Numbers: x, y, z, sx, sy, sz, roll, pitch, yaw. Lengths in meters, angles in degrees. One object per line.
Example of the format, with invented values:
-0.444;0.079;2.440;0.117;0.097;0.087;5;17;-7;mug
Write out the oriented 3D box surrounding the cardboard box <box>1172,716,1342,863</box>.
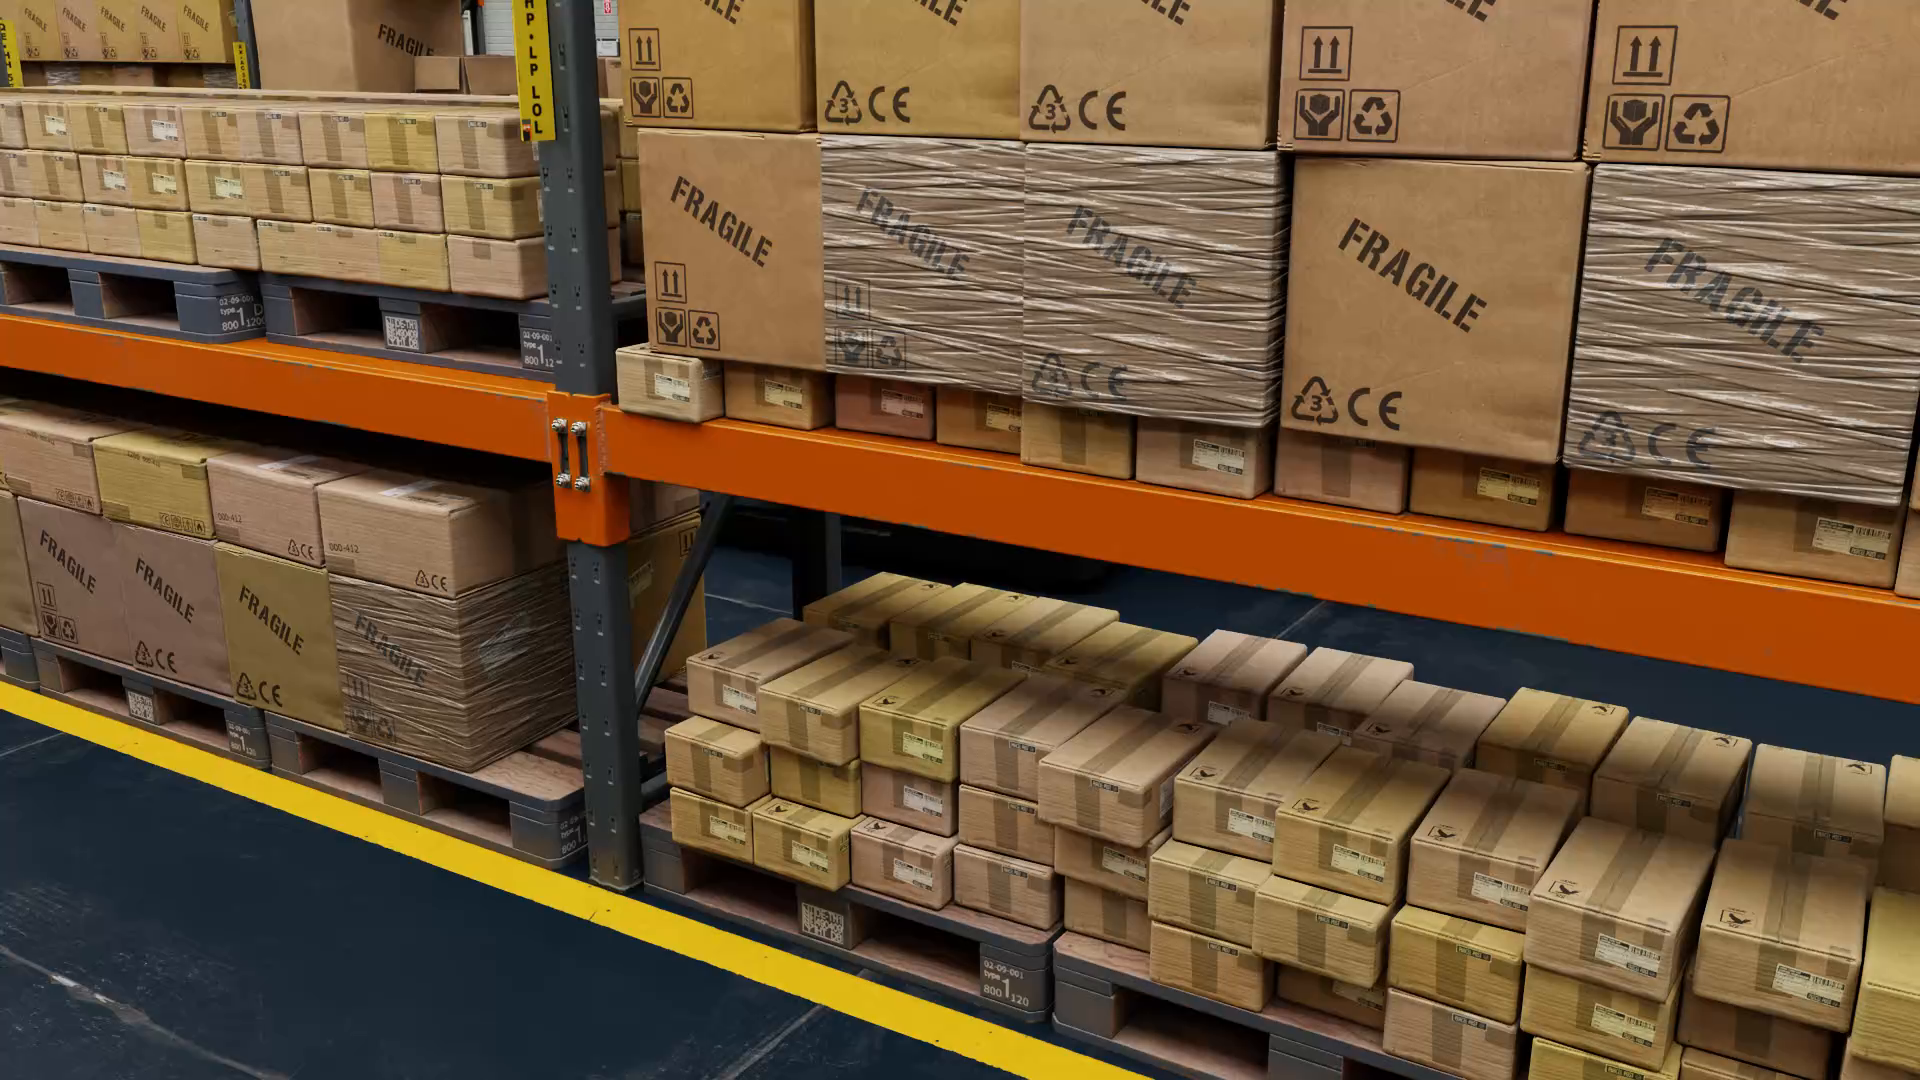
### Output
0.649;0.537;3.612;0.250;0.149;0.380;9;19;28;cardboard box

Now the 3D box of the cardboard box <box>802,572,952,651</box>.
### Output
-0.225;0.226;4.636;0.250;0.149;0.380;11;20;32;cardboard box

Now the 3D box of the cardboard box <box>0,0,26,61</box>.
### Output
-7.460;-4.120;13.380;0.500;0.500;0.500;10;20;30;cardboard box

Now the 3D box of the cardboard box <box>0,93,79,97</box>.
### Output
-3.118;-1.379;5.445;0.250;0.149;0.380;9;19;28;cardboard box

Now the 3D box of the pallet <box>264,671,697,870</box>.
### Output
-1.329;0.574;5.129;1.213;0.211;1.003;10;20;30;pallet

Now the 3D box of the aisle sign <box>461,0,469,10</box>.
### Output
-5.522;-6.236;18.276;0.004;0.787;0.394;10;20;30;aisle sign

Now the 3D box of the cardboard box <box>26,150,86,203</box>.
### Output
-2.668;-1.155;5.220;0.250;0.149;0.380;10;20;30;cardboard box

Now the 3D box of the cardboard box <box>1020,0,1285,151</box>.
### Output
0.455;-1.022;3.182;0.500;0.500;0.500;10;20;31;cardboard box

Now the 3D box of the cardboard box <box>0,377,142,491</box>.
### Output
-3.180;-0.372;5.734;0.500;0.250;0.500;10;19;29;cardboard box

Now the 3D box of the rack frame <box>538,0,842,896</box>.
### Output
-0.664;-0.642;4.335;0.127;3.000;1.000;10;20;30;rack frame

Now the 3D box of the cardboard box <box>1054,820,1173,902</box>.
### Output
0.417;0.647;3.762;0.250;0.149;0.380;11;20;33;cardboard box

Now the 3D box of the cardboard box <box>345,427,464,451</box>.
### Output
-1.611;-0.264;5.378;0.500;0.250;0.500;11;20;32;cardboard box

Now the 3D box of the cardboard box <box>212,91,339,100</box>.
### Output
-2.315;-1.458;5.706;0.250;0.149;0.380;11;20;33;cardboard box

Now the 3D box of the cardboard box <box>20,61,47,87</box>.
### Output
-7.265;-3.734;13.829;0.500;0.500;0.875;10;20;30;cardboard box

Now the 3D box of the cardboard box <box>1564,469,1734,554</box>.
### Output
1.267;-0.111;3.018;0.250;0.149;0.380;9;19;28;cardboard box

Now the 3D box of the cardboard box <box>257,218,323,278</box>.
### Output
-1.753;-0.850;4.729;0.250;0.149;0.380;9;19;27;cardboard box

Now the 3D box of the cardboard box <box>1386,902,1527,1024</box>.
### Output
1.044;0.780;3.324;0.250;0.149;0.380;11;20;33;cardboard box

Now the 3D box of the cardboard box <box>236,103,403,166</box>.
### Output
-1.781;-1.141;4.662;0.250;0.149;0.380;10;20;30;cardboard box

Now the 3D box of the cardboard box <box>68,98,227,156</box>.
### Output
-2.449;-1.259;5.052;0.250;0.149;0.380;10;19;29;cardboard box

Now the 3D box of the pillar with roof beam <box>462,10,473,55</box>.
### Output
-11.860;-11.098;28.435;0.400;9.000;9.100;10;20;30;pillar with roof beam

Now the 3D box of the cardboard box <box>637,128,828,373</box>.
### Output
-0.374;-0.695;3.823;0.500;0.500;0.500;10;19;29;cardboard box

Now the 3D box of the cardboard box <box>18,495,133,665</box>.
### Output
-2.734;0.068;5.576;0.500;0.500;0.500;10;19;29;cardboard box

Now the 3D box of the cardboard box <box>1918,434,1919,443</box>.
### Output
2.037;-0.436;2.971;0.500;0.500;0.500;10;20;30;cardboard box

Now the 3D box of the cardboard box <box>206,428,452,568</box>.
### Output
-1.862;-0.138;4.963;0.500;0.250;0.500;11;20;33;cardboard box

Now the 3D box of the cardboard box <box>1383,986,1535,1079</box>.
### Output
1.044;0.921;3.370;0.250;0.149;0.380;11;20;31;cardboard box

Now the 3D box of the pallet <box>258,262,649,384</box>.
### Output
-1.240;-0.703;4.864;1.213;0.211;1.003;10;20;30;pallet

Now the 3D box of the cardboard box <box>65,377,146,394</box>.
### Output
-2.917;-0.501;6.158;0.500;0.250;0.500;10;20;31;cardboard box

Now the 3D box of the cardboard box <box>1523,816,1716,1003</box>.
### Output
1.244;0.684;3.126;0.250;0.149;0.380;11;20;32;cardboard box

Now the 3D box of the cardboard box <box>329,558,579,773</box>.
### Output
-1.427;0.303;4.802;0.500;0.500;0.500;10;19;29;cardboard box

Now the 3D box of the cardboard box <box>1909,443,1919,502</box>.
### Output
1.907;-0.132;3.088;0.250;0.149;0.380;11;20;33;cardboard box

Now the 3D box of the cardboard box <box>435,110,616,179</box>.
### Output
-1.109;-1.020;4.265;0.250;0.149;0.380;11;20;33;cardboard box

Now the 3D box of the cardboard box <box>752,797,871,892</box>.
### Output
-0.296;0.696;4.110;0.250;0.149;0.380;11;20;32;cardboard box

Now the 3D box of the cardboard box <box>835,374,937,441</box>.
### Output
-0.081;-0.349;3.803;0.250;0.149;0.380;9;19;28;cardboard box

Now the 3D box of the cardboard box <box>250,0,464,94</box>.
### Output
-4.196;-3.405;11.674;1.000;1.000;1.000;10;20;30;cardboard box

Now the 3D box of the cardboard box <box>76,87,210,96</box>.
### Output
-2.979;-1.576;6.096;0.250;0.149;0.380;11;20;32;cardboard box

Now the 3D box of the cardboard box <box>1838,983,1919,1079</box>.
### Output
1.701;0.899;2.932;0.250;0.149;0.380;9;19;28;cardboard box

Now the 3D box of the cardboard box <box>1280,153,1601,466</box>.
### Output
0.934;-0.461;3.055;0.500;0.500;0.500;11;20;33;cardboard box

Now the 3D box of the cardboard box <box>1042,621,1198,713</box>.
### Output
0.410;0.350;4.228;0.250;0.149;0.380;11;20;32;cardboard box

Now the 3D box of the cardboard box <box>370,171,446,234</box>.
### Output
-1.332;-0.917;4.436;0.250;0.149;0.380;10;20;30;cardboard box

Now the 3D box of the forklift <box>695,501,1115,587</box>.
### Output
-0.611;-1.494;7.258;3.031;2.935;1.130;8;19;26;forklift

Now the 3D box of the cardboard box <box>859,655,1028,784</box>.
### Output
-0.034;0.423;3.987;0.250;0.149;0.380;10;19;29;cardboard box

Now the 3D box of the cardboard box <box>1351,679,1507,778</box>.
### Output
1.079;0.471;3.829;0.250;0.149;0.380;10;20;30;cardboard box

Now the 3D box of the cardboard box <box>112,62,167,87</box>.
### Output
-6.037;-3.482;12.999;0.500;0.500;0.875;10;20;30;cardboard box

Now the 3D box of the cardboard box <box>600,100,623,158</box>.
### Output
-1.000;-1.222;4.931;0.250;0.149;0.380;11;20;32;cardboard box

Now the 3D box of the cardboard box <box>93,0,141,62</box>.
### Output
-6.179;-3.893;12.632;0.500;0.500;0.500;10;20;30;cardboard box

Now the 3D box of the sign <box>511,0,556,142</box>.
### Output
-0.952;-1.058;3.712;0.005;0.325;0.100;10;20;30;sign

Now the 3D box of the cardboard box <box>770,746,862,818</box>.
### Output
-0.260;0.529;4.149;0.250;0.149;0.380;10;20;30;cardboard box

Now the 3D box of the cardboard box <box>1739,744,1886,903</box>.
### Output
1.775;0.581;3.465;0.250;0.149;0.380;9;19;27;cardboard box

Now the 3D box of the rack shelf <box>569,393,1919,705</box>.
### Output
1.040;0.006;3.438;4.000;0.370;1.077;10;20;30;rack shelf

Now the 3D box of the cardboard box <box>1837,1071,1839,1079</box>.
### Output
1.734;1.025;3.027;0.250;0.149;0.380;10;20;30;cardboard box

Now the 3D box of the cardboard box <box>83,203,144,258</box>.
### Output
-2.445;-0.972;5.131;0.250;0.149;0.380;9;19;28;cardboard box

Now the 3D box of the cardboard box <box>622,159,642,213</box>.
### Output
-0.759;-1.039;4.839;0.250;0.149;0.380;10;20;31;cardboard box

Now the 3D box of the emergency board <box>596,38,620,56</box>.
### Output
-6.581;-8.767;31.081;0.643;1.169;0.194;10;20;30;emergency board

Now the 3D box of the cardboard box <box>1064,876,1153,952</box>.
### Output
0.433;0.780;3.836;0.250;0.149;0.380;9;19;28;cardboard box

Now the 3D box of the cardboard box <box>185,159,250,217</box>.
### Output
-1.998;-1.036;4.827;0.250;0.149;0.380;9;19;27;cardboard box

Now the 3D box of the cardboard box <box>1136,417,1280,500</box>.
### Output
0.553;-0.210;3.343;0.250;0.149;0.380;11;20;32;cardboard box

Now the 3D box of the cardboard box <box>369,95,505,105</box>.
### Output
-1.647;-1.339;5.316;0.250;0.149;0.380;10;20;30;cardboard box

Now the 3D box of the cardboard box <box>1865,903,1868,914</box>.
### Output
1.811;0.707;3.564;0.250;0.149;0.380;11;20;32;cardboard box

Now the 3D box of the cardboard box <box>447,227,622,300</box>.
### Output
-1.106;-0.734;4.348;0.250;0.149;0.380;10;19;29;cardboard box
